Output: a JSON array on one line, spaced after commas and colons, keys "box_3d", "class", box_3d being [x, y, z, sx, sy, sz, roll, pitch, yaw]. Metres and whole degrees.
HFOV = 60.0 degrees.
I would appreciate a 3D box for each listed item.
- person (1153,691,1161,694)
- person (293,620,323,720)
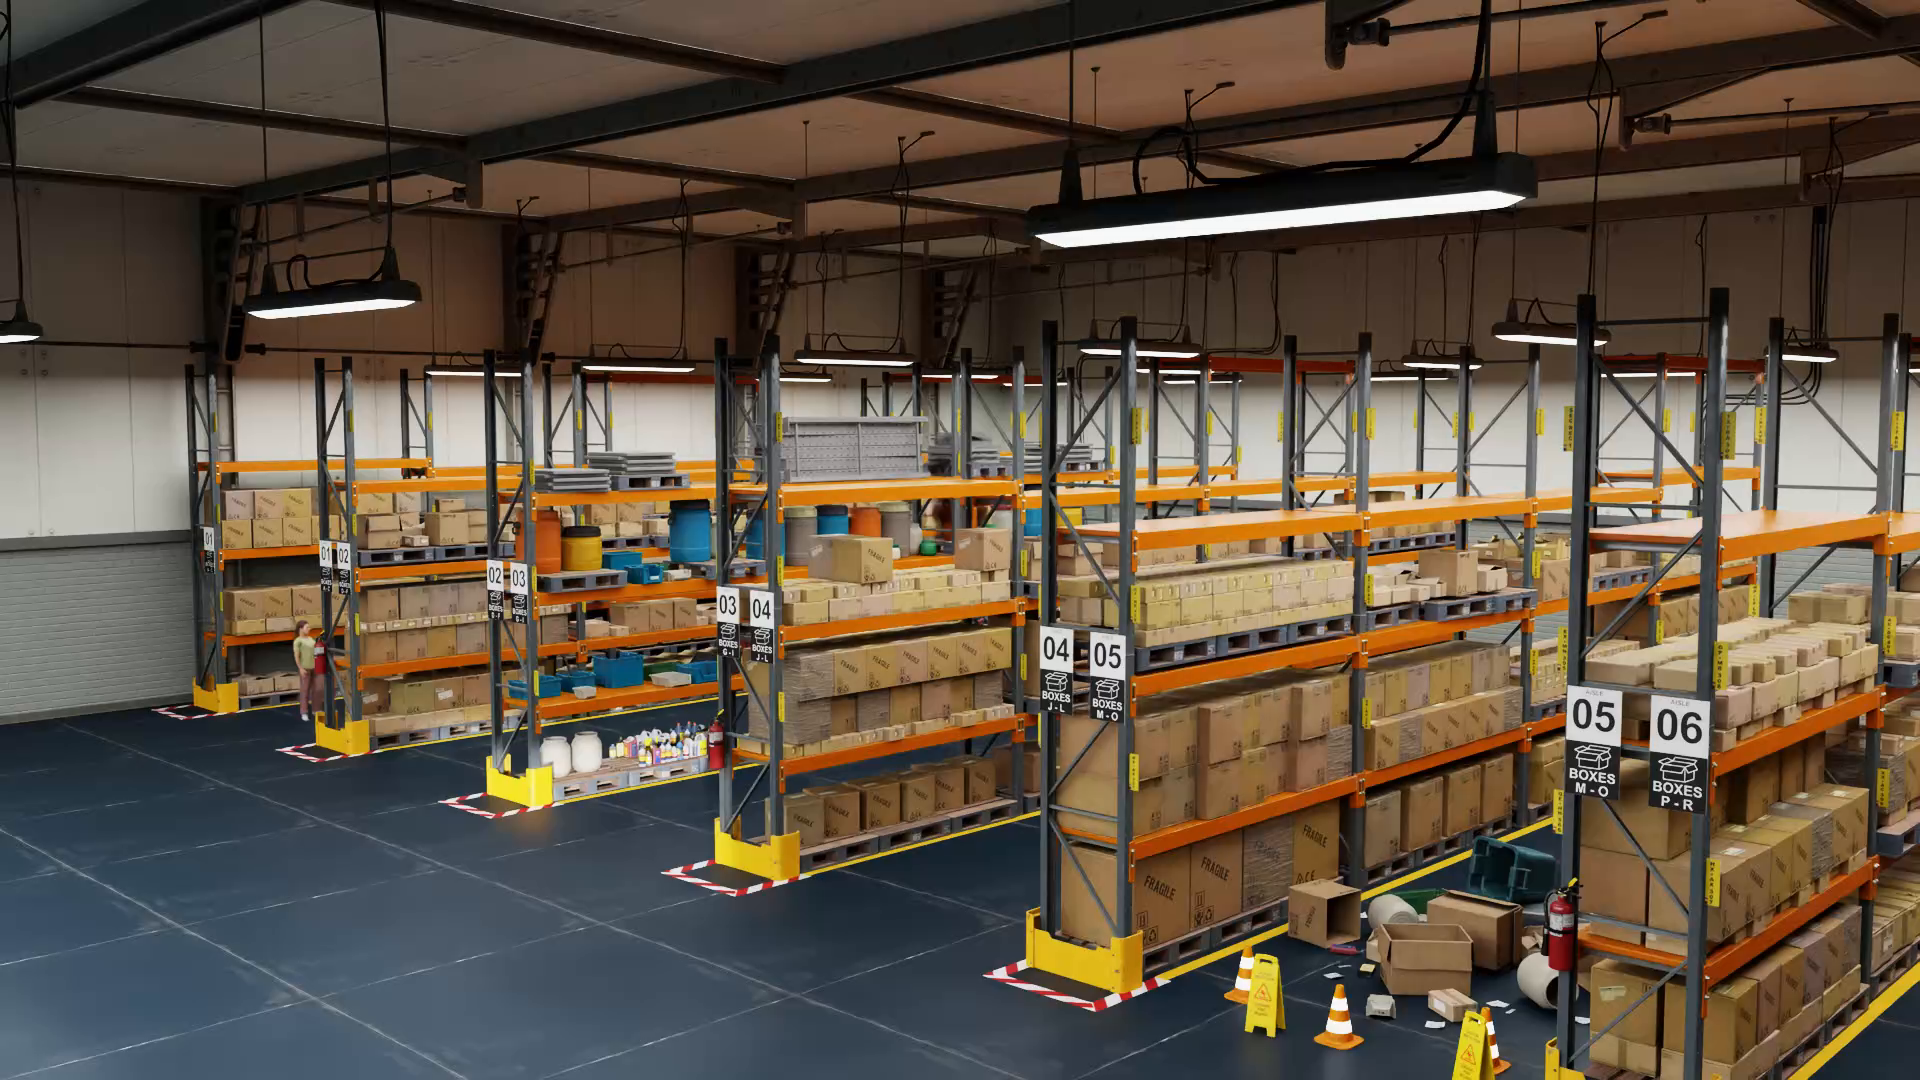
[{"box_3d": [2.546, 2.654, 21.437, 0.397, 1.732, 0.580, 2, 5, 22], "class": "person"}, {"box_3d": [-10.968, 2.205, 28.026, 0.473, 1.718, 0.537, 4, 6, 42], "class": "person"}]
